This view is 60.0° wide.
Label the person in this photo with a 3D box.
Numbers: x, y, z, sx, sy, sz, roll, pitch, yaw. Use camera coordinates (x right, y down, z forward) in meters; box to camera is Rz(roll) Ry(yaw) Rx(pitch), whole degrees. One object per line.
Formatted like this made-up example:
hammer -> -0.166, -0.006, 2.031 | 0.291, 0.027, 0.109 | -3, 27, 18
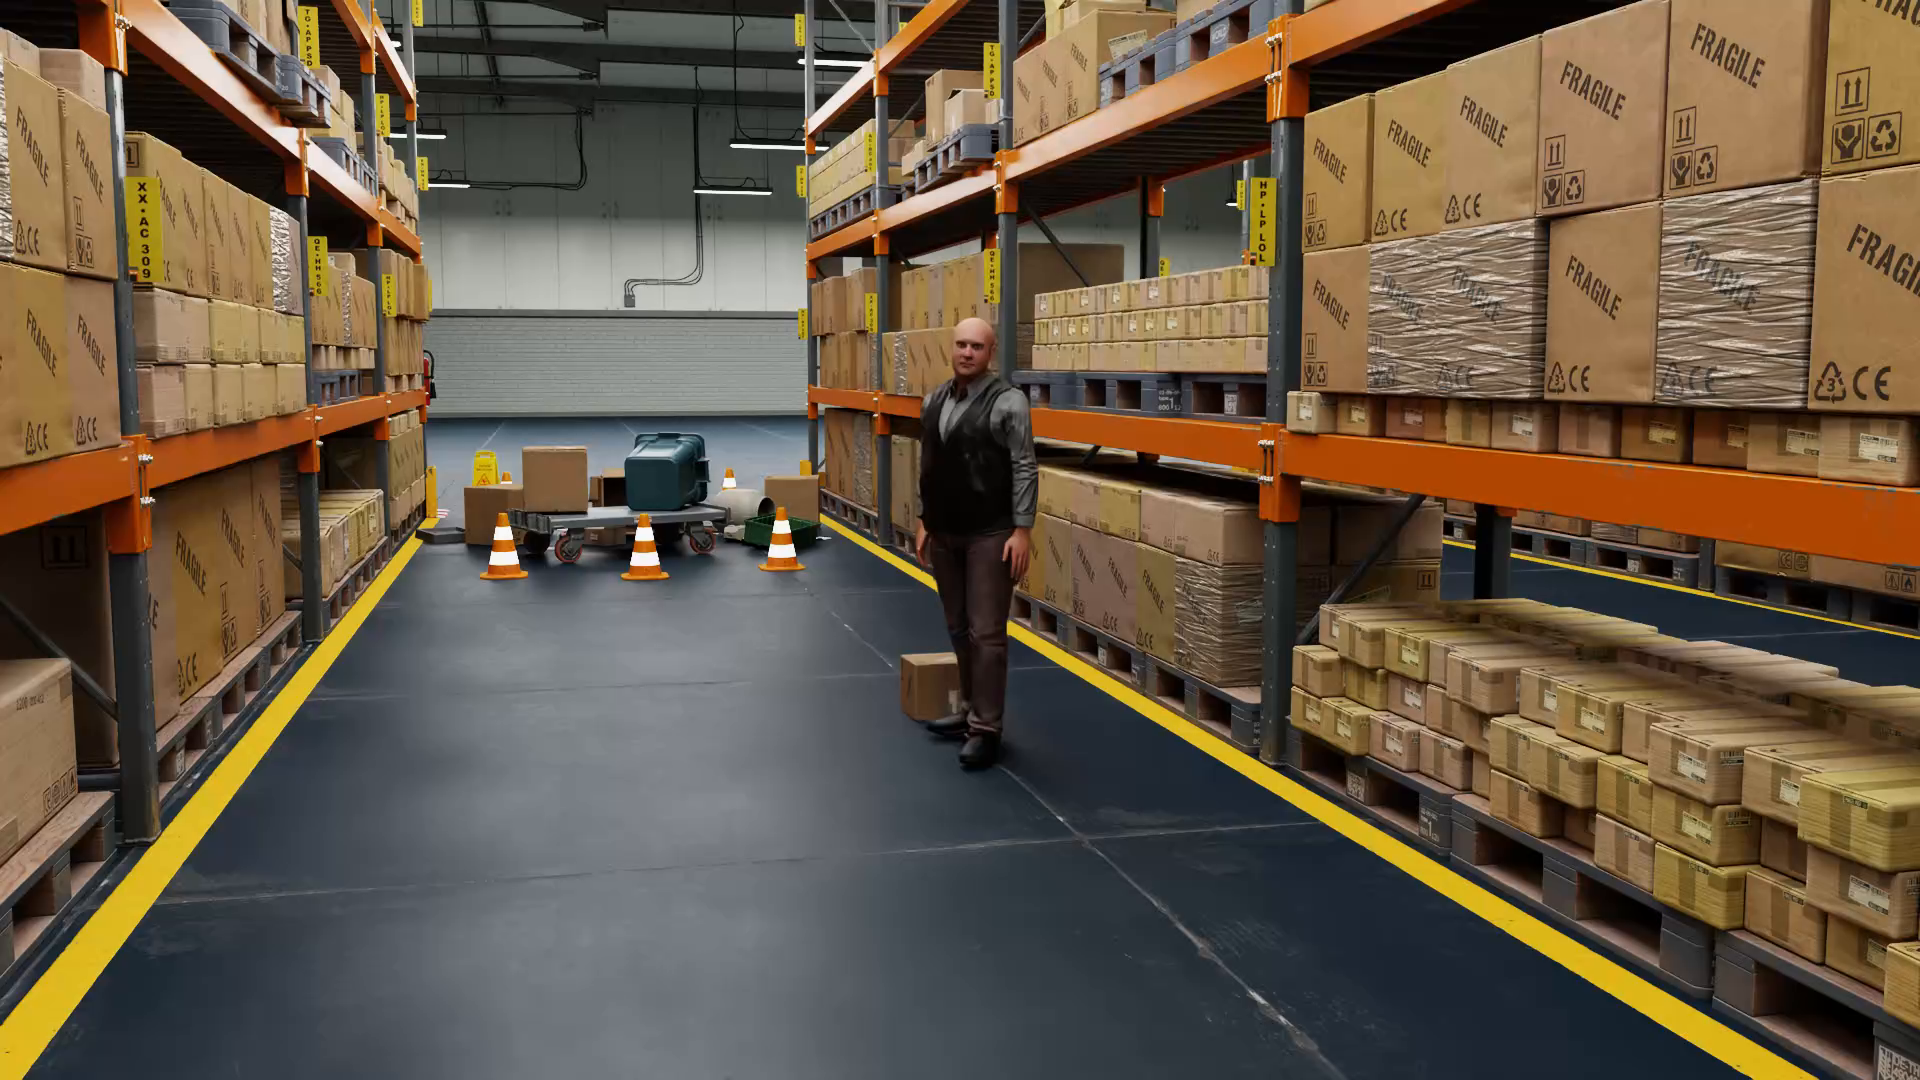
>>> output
person -> 0.038, -0.013, 6.601 | 0.566, 1.725, 0.546 | 6, 8, 42
